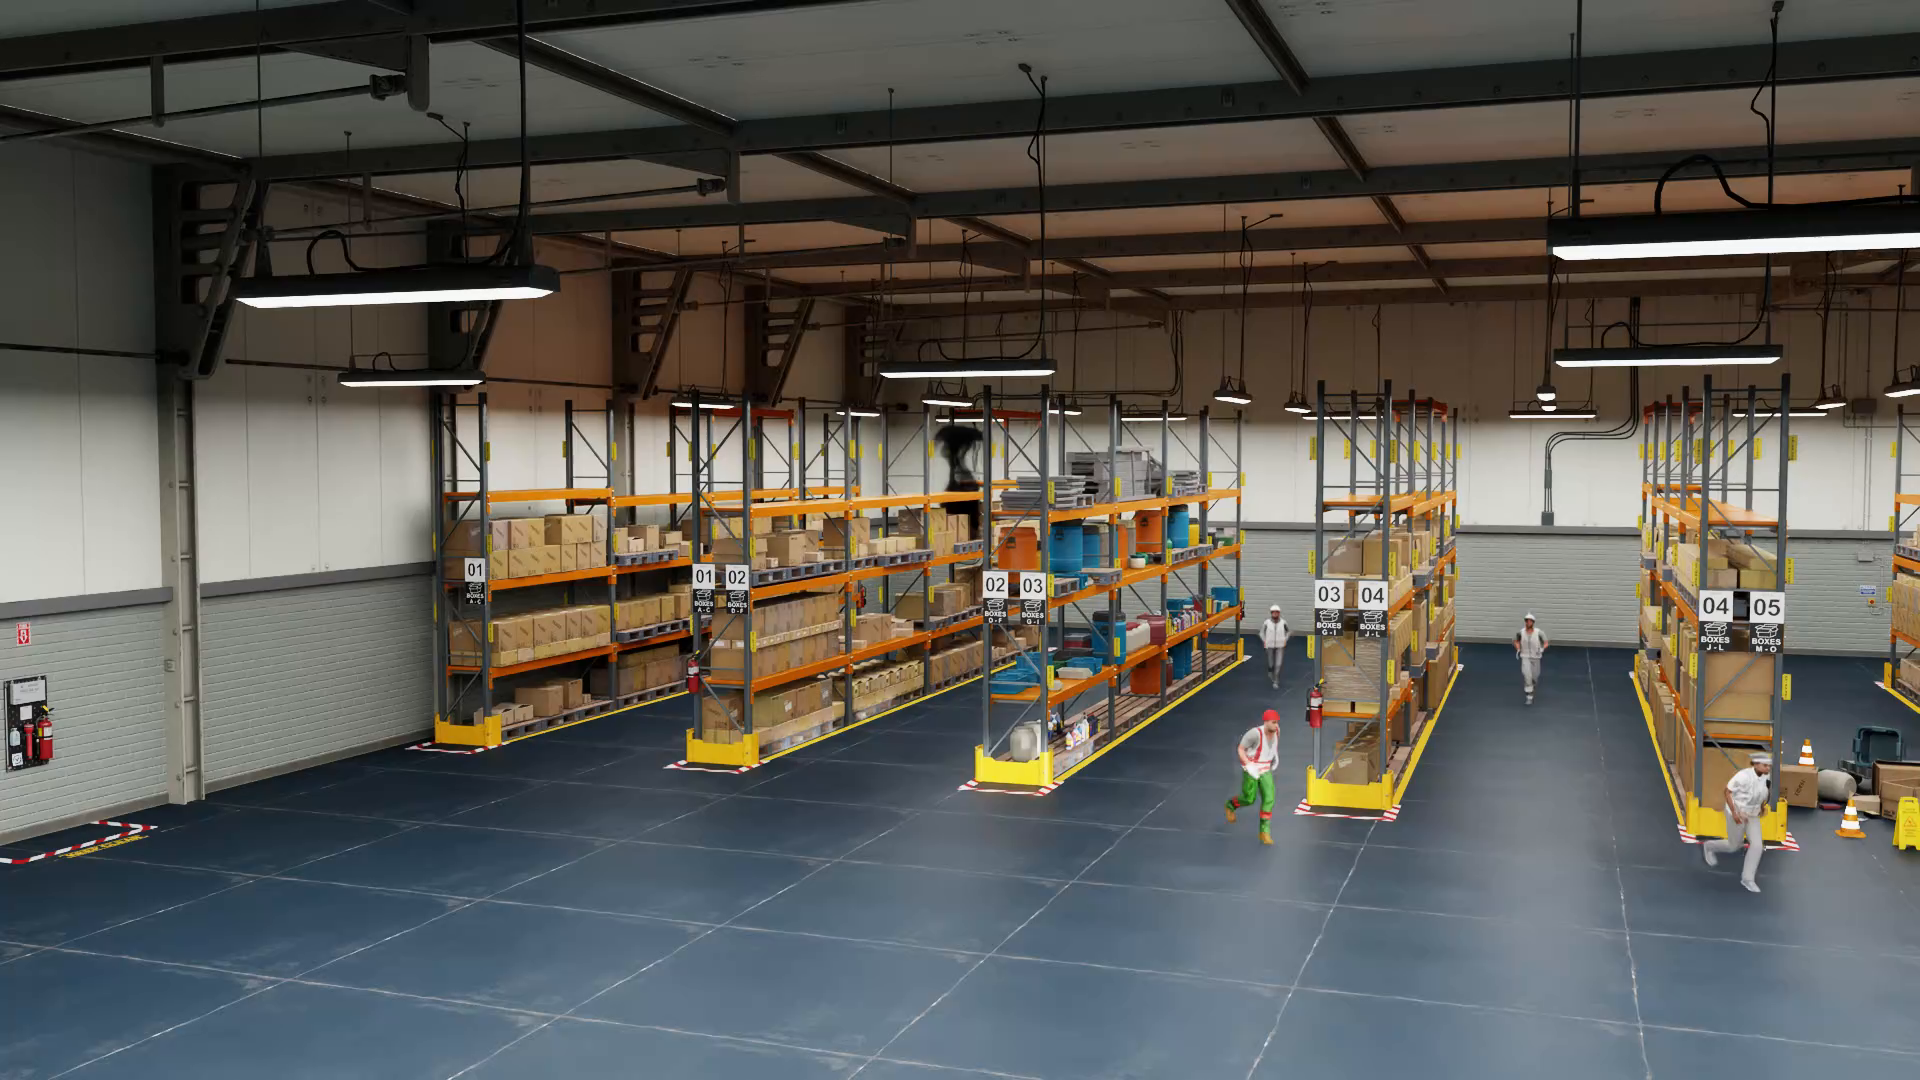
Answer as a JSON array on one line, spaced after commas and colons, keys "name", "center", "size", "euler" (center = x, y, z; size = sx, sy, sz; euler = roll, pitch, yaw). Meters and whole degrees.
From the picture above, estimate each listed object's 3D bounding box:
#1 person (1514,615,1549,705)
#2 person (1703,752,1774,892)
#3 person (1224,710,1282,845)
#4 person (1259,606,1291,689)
[{"name": "person", "center": [11.349, 2.367, 33.048], "size": [0.647, 1.777, 0.796], "euler": [1, 3, 21]}, {"name": "person", "center": [9.017, 3.202, 19.260], "size": [0.583, 1.631, 0.909], "euler": [-1, 3, -24]}, {"name": "person", "center": [3.802, 3.015, 21.580], "size": [0.678, 1.729, 1.025], "euler": [-2, 4, -35]}, {"name": "person", "center": [6.709, 2.266, 35.374], "size": [0.672, 1.754, 0.712], "euler": [0, 3, 9]}]
